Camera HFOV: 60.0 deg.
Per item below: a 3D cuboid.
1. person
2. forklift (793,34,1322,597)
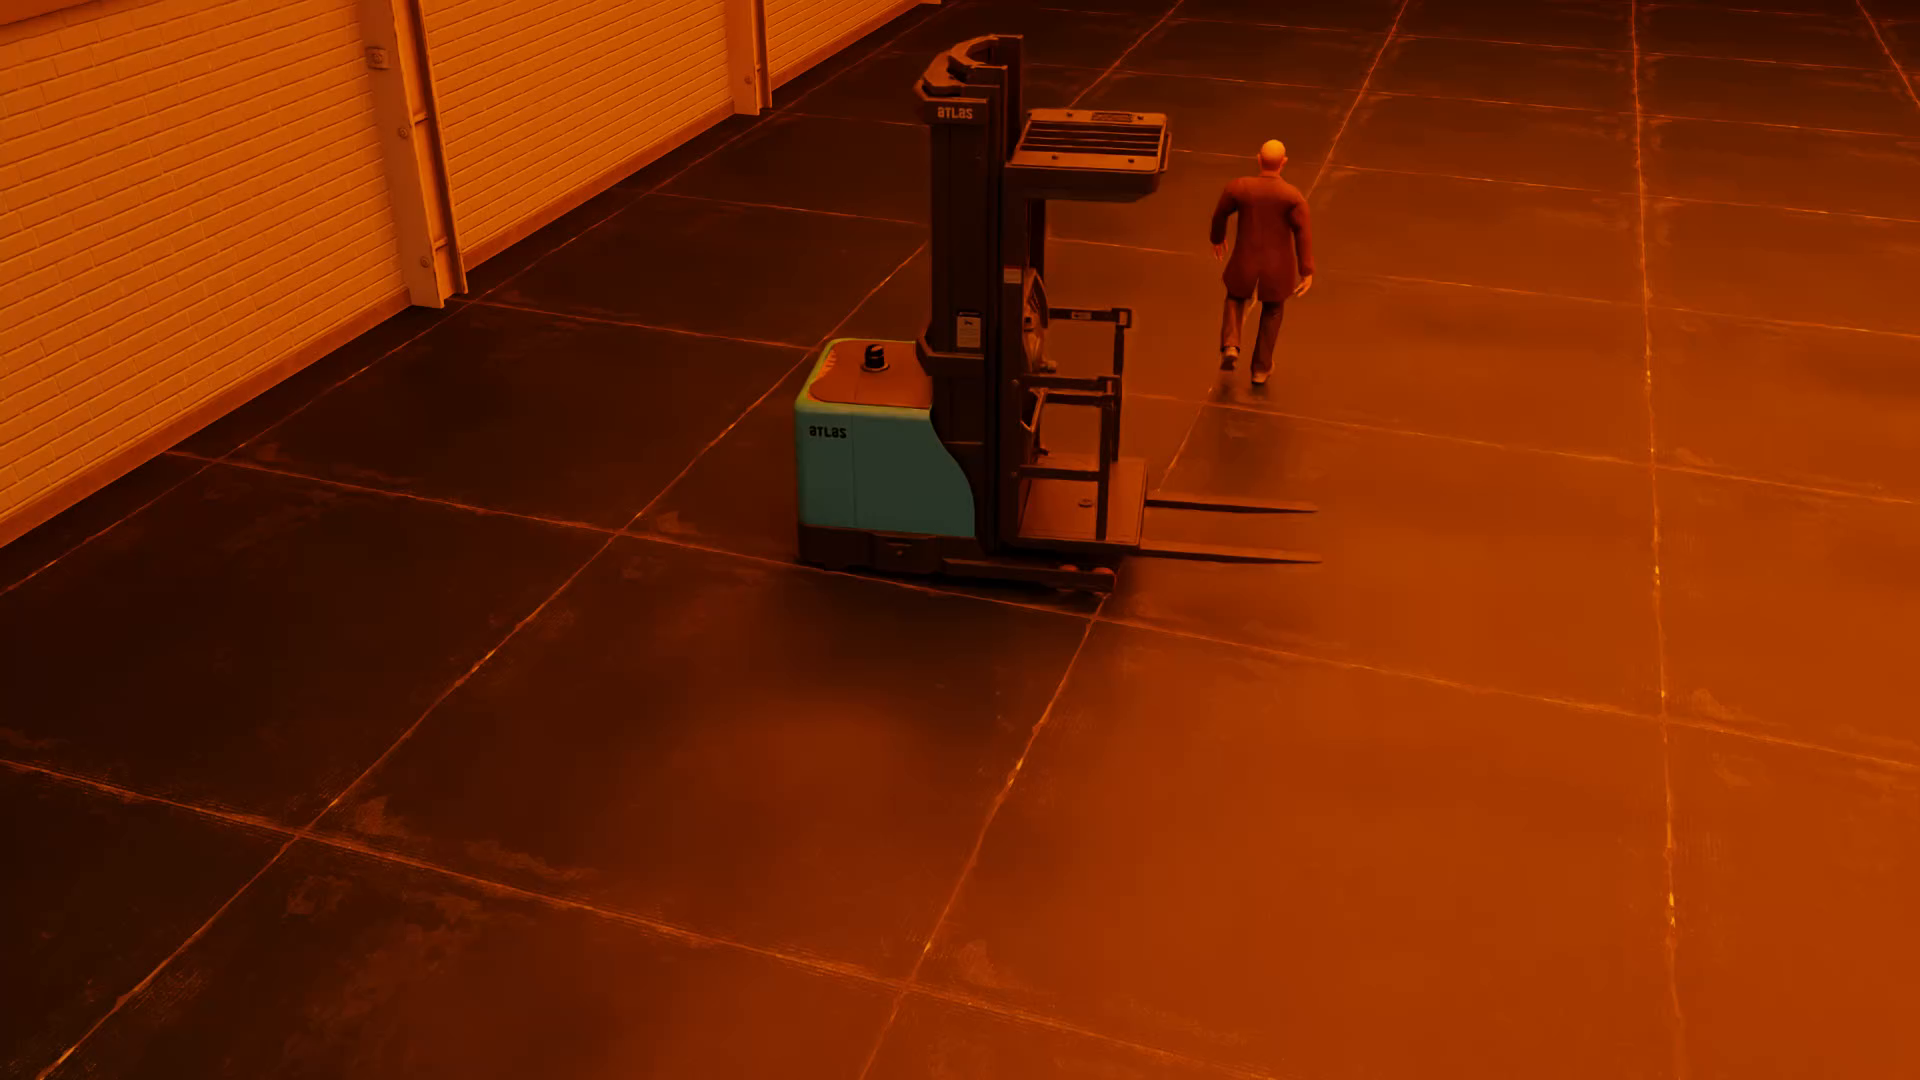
[{"bbox_3d":[2.119,-1.864,11.794,0.802,1.561,0.550,10,31,17],"label":"person"},{"bbox_3d":[0.608,-1.233,9.299,3.031,2.935,1.130,4,30,8],"label":"forklift"}]
